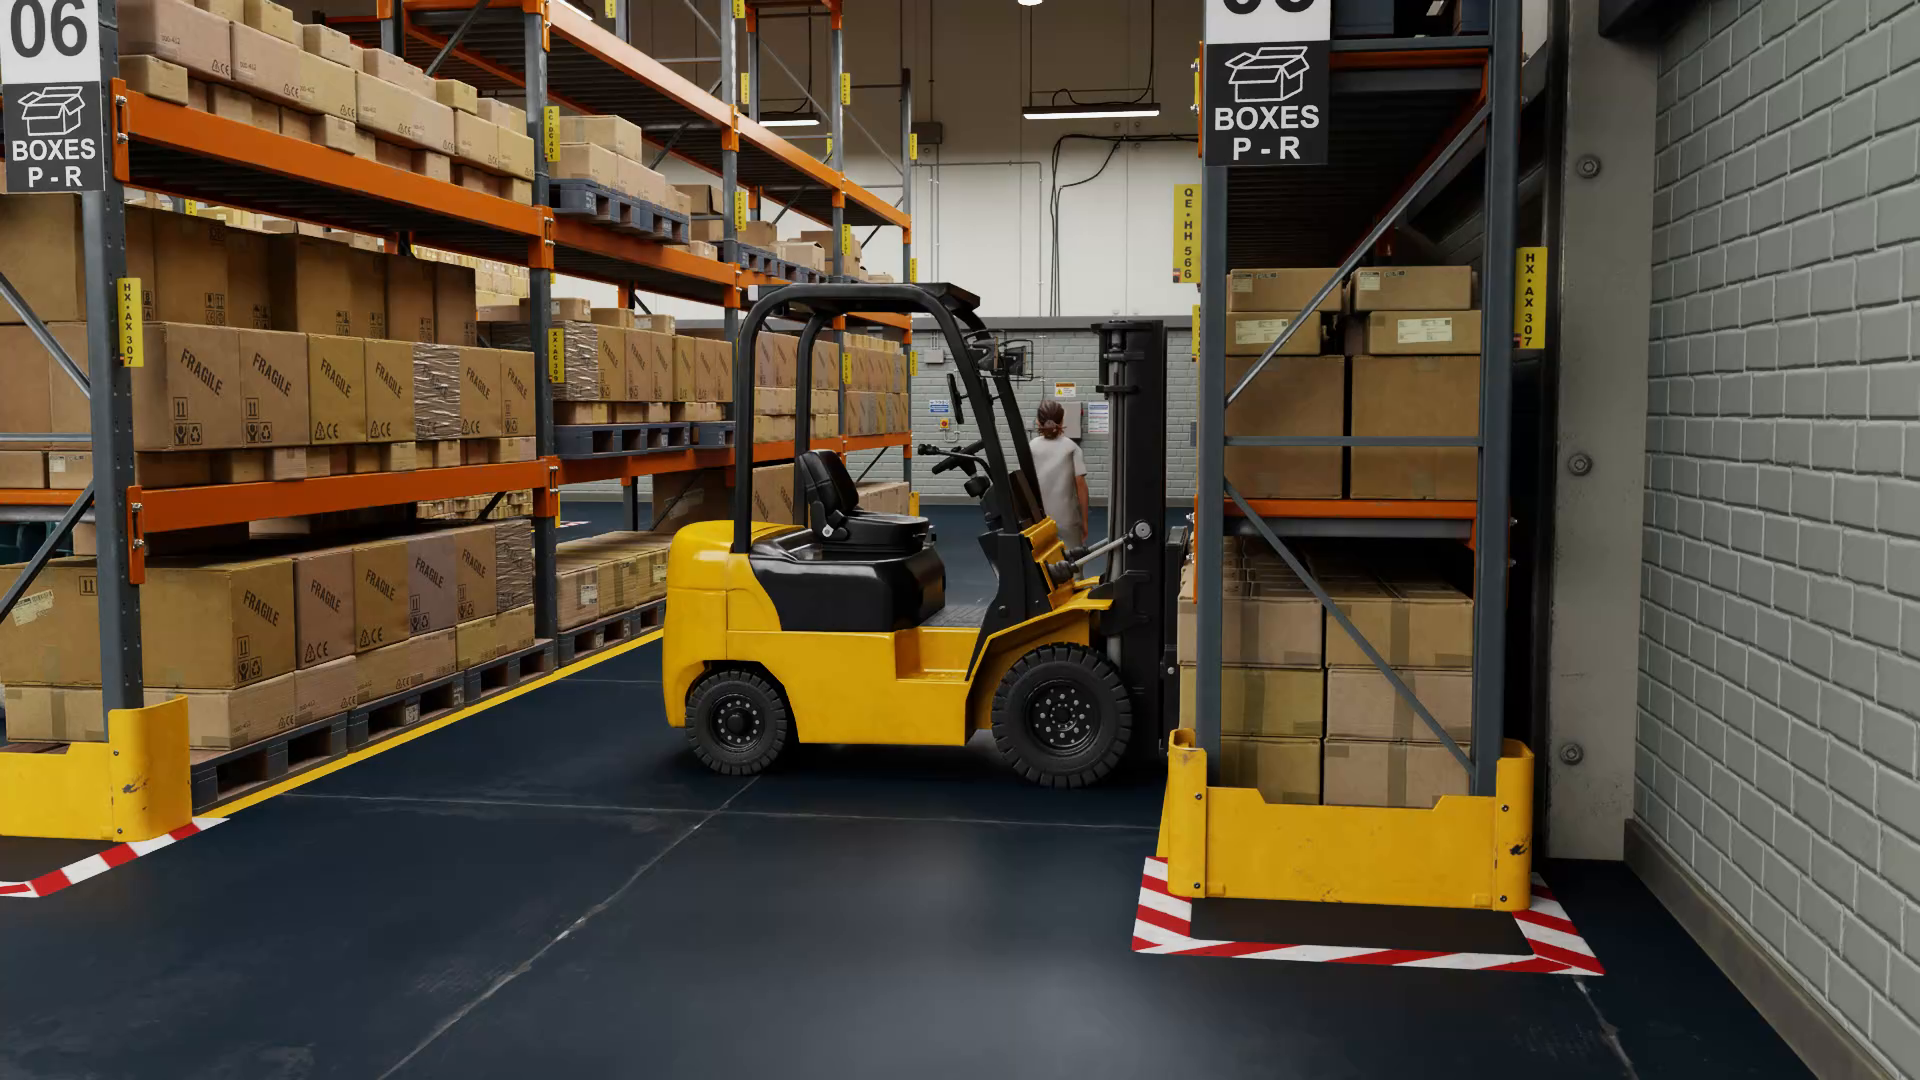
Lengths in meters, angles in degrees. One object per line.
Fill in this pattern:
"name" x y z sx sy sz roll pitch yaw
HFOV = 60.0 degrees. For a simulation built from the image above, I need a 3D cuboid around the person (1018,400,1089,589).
"person" 0.619 -0.091 11.013 0.501 1.671 0.359 0 5 6
